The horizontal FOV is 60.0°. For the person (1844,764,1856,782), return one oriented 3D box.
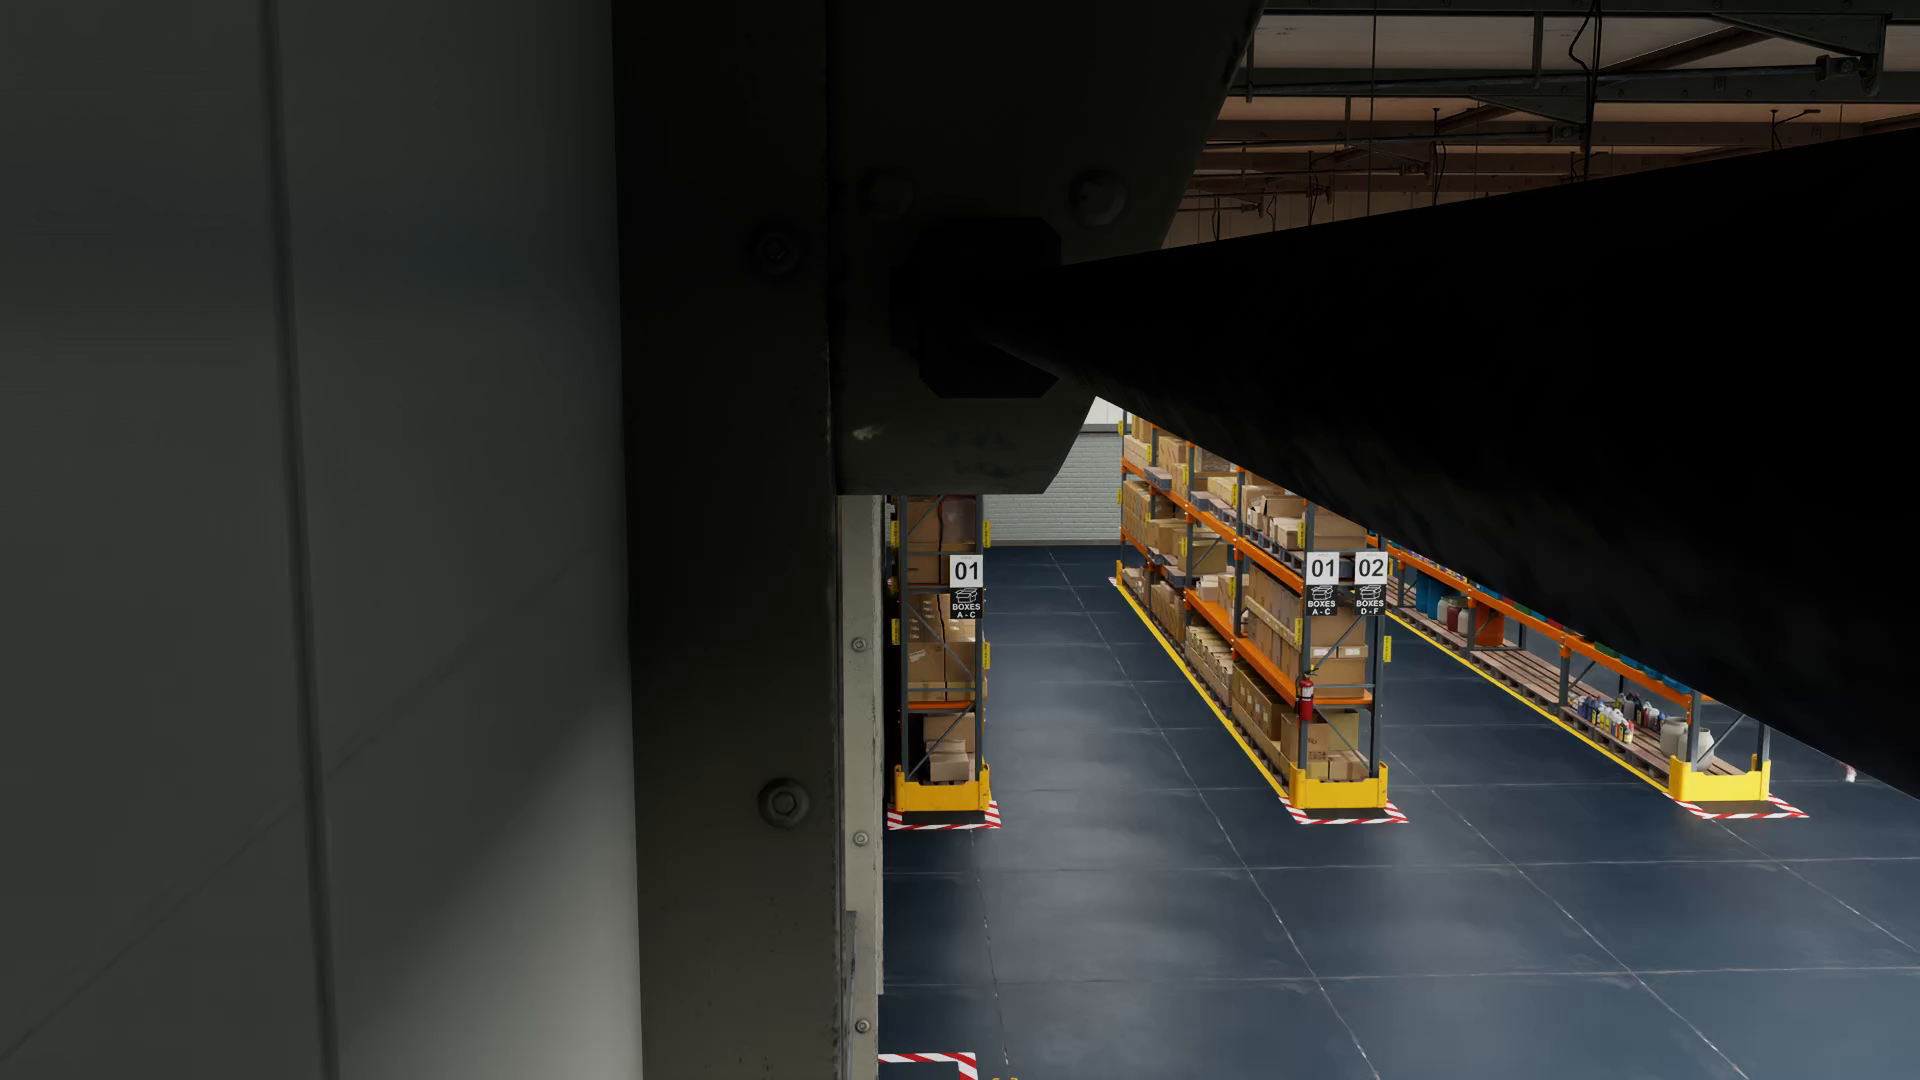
[{"bbox_3d":[11.830,2.314,21.824,0.426,1.623,1.027,3,9,21],"label":"person"}]
